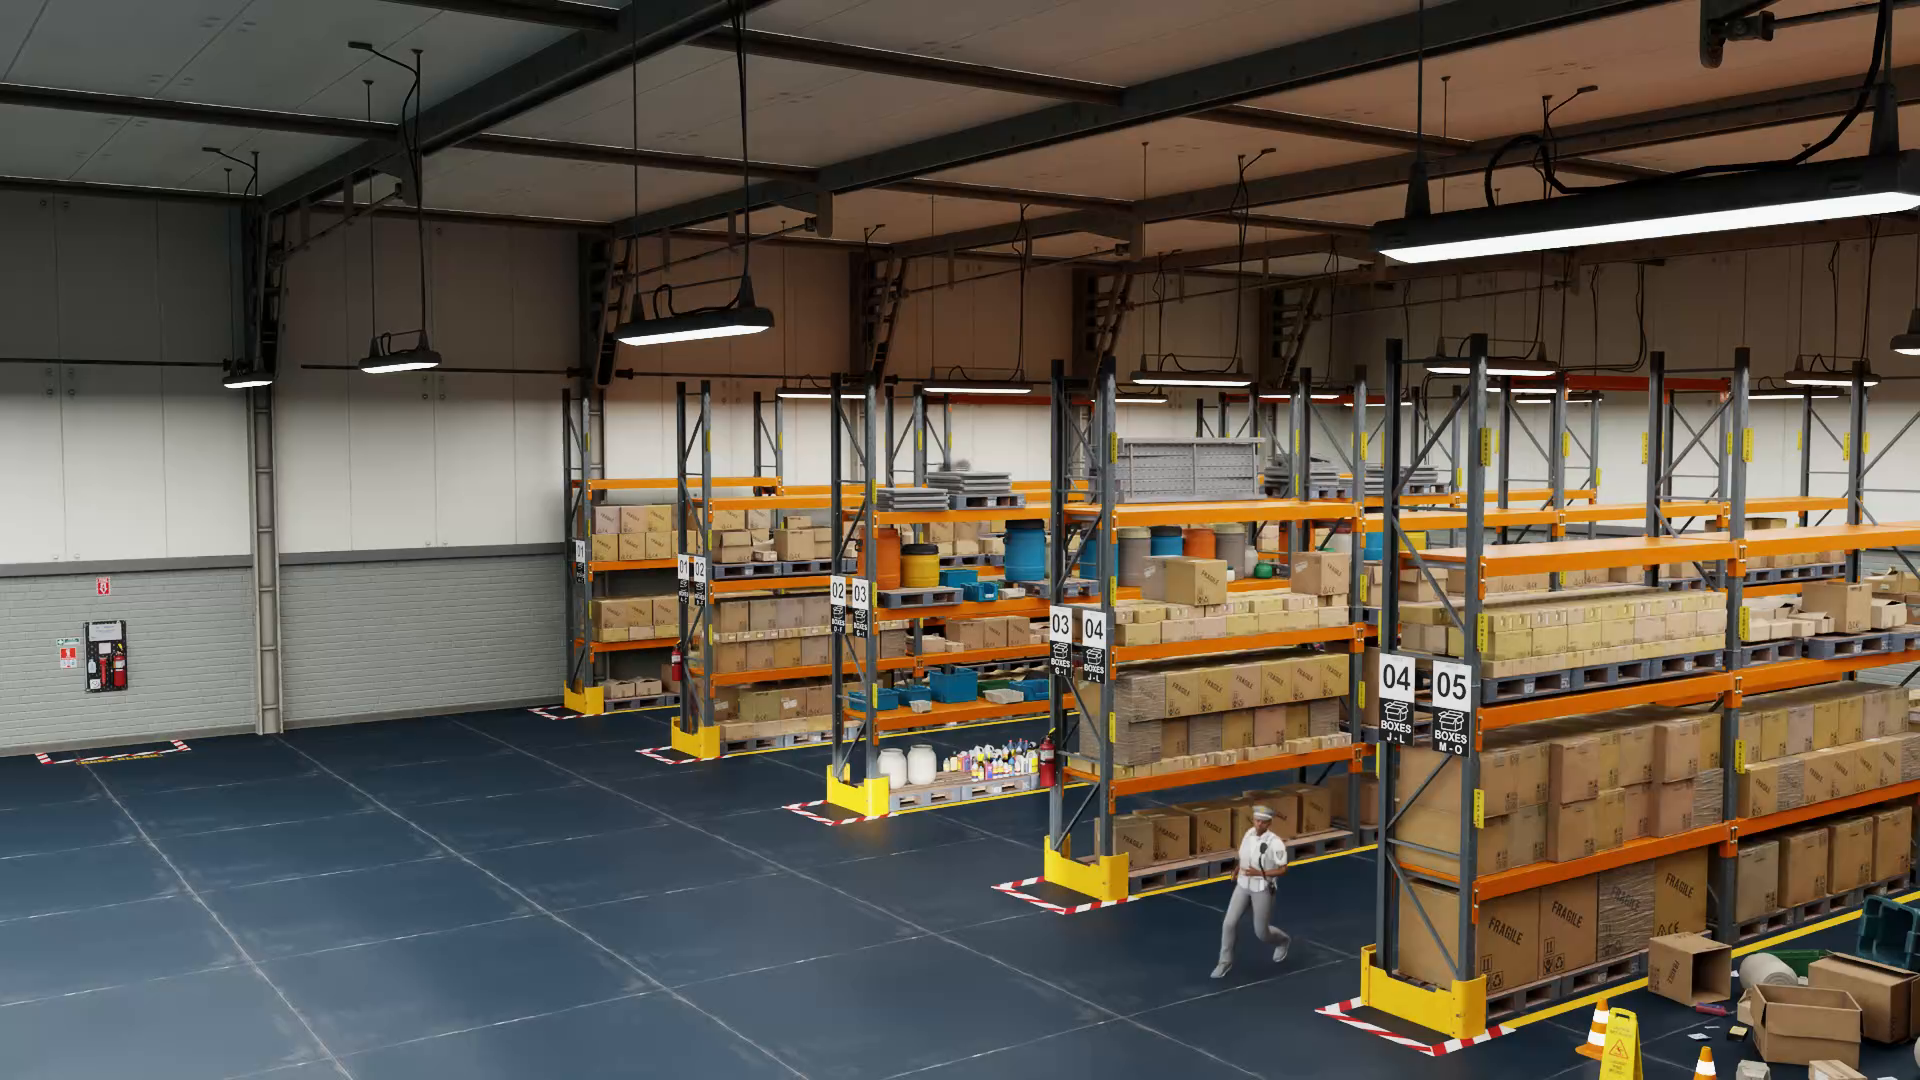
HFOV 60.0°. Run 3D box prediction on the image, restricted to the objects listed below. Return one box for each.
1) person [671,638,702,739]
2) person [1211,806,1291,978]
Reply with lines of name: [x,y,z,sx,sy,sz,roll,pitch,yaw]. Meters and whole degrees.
person: [-4.626,2.485,28.398,0.885,1.696,0.594,-3,5,-43]
person: [2.862,3.340,15.876,0.605,1.674,0.849,4,5,44]
